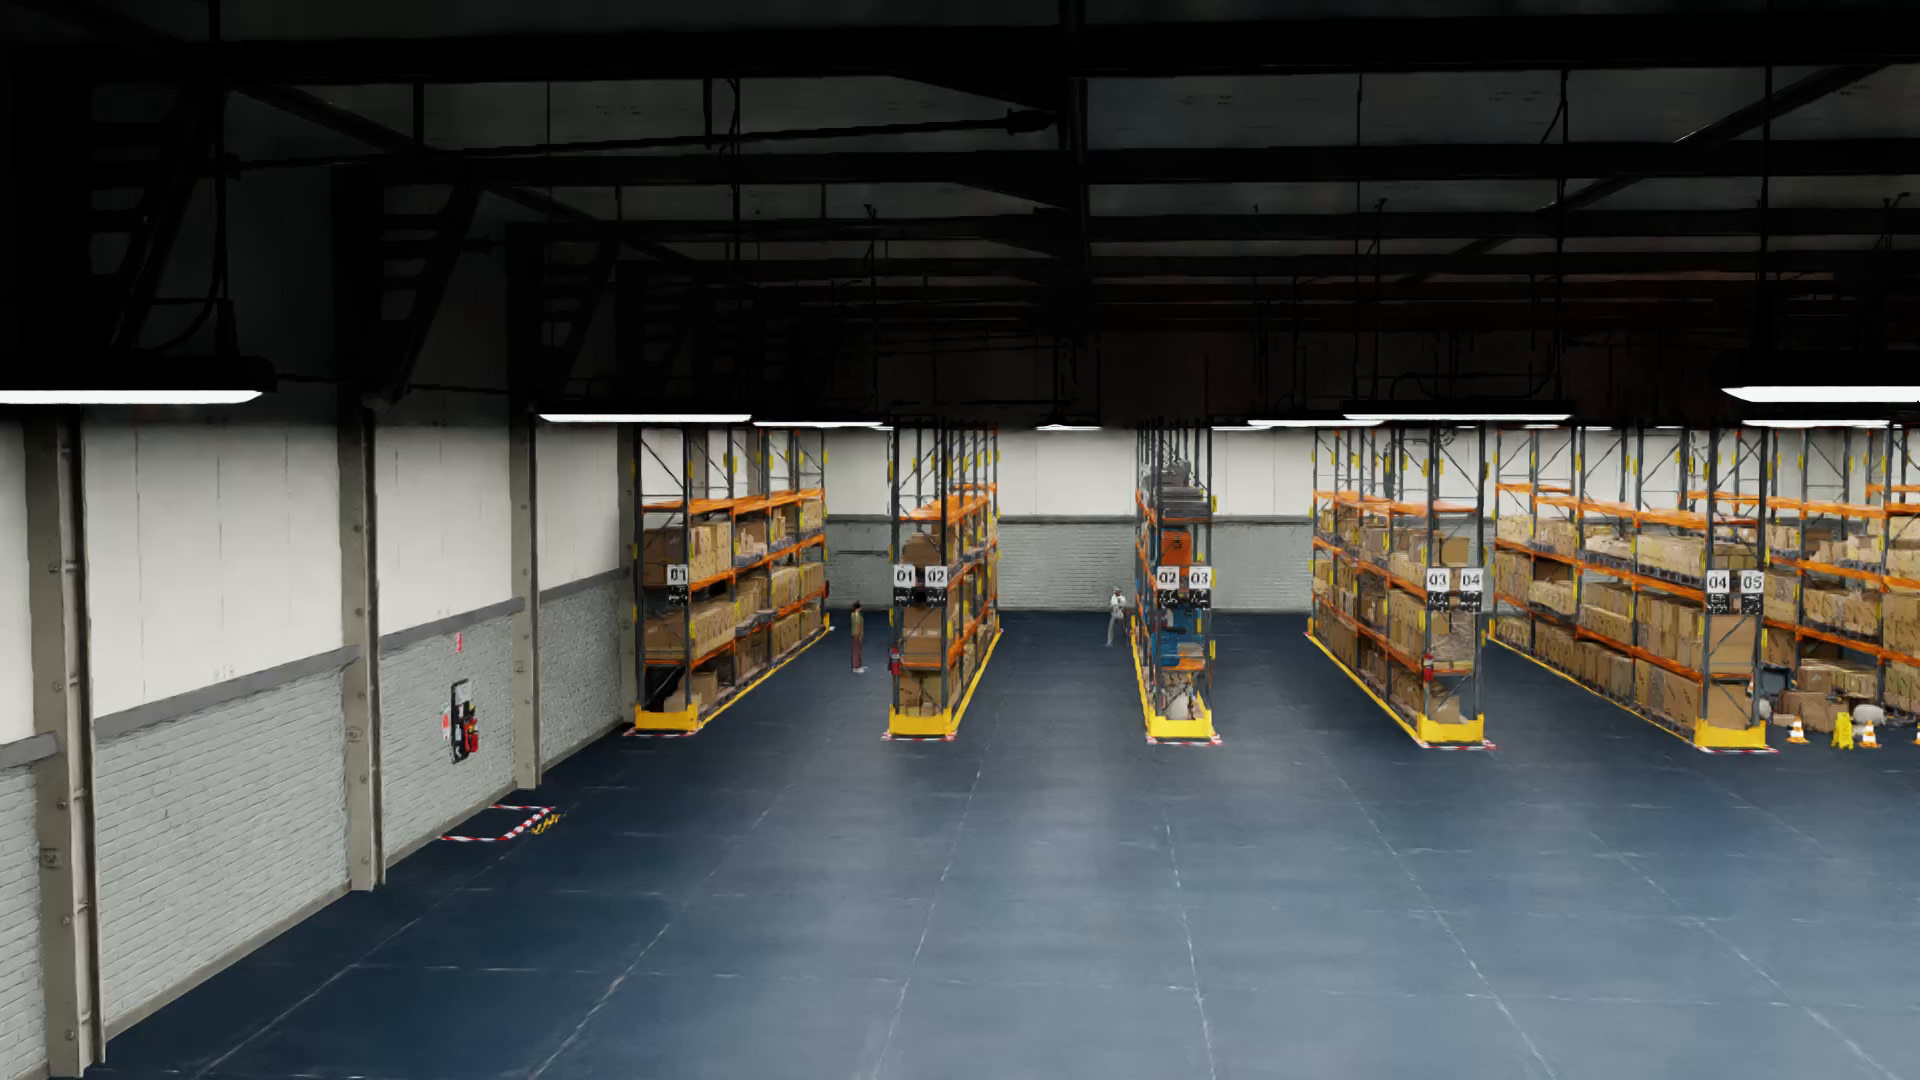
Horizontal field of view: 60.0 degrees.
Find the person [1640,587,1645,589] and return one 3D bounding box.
[{"bbox_3d":[17.161,2.075,41.973,0.568,1.785,0.655,2,4,32],"label":"person"}]

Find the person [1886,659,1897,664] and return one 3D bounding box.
[{"bbox_3d":[22.961,2.224,40.635,0.548,1.663,0.585,2,4,25],"label":"person"}]

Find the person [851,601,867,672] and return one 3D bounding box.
[{"bbox_3d":[-2.405,2.287,39.613,0.445,1.674,0.495,-2,4,-23],"label":"person"}]

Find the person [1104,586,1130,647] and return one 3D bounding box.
[{"bbox_3d":[4.197,2.026,44.162,0.488,1.624,0.918,2,4,28],"label":"person"}]
